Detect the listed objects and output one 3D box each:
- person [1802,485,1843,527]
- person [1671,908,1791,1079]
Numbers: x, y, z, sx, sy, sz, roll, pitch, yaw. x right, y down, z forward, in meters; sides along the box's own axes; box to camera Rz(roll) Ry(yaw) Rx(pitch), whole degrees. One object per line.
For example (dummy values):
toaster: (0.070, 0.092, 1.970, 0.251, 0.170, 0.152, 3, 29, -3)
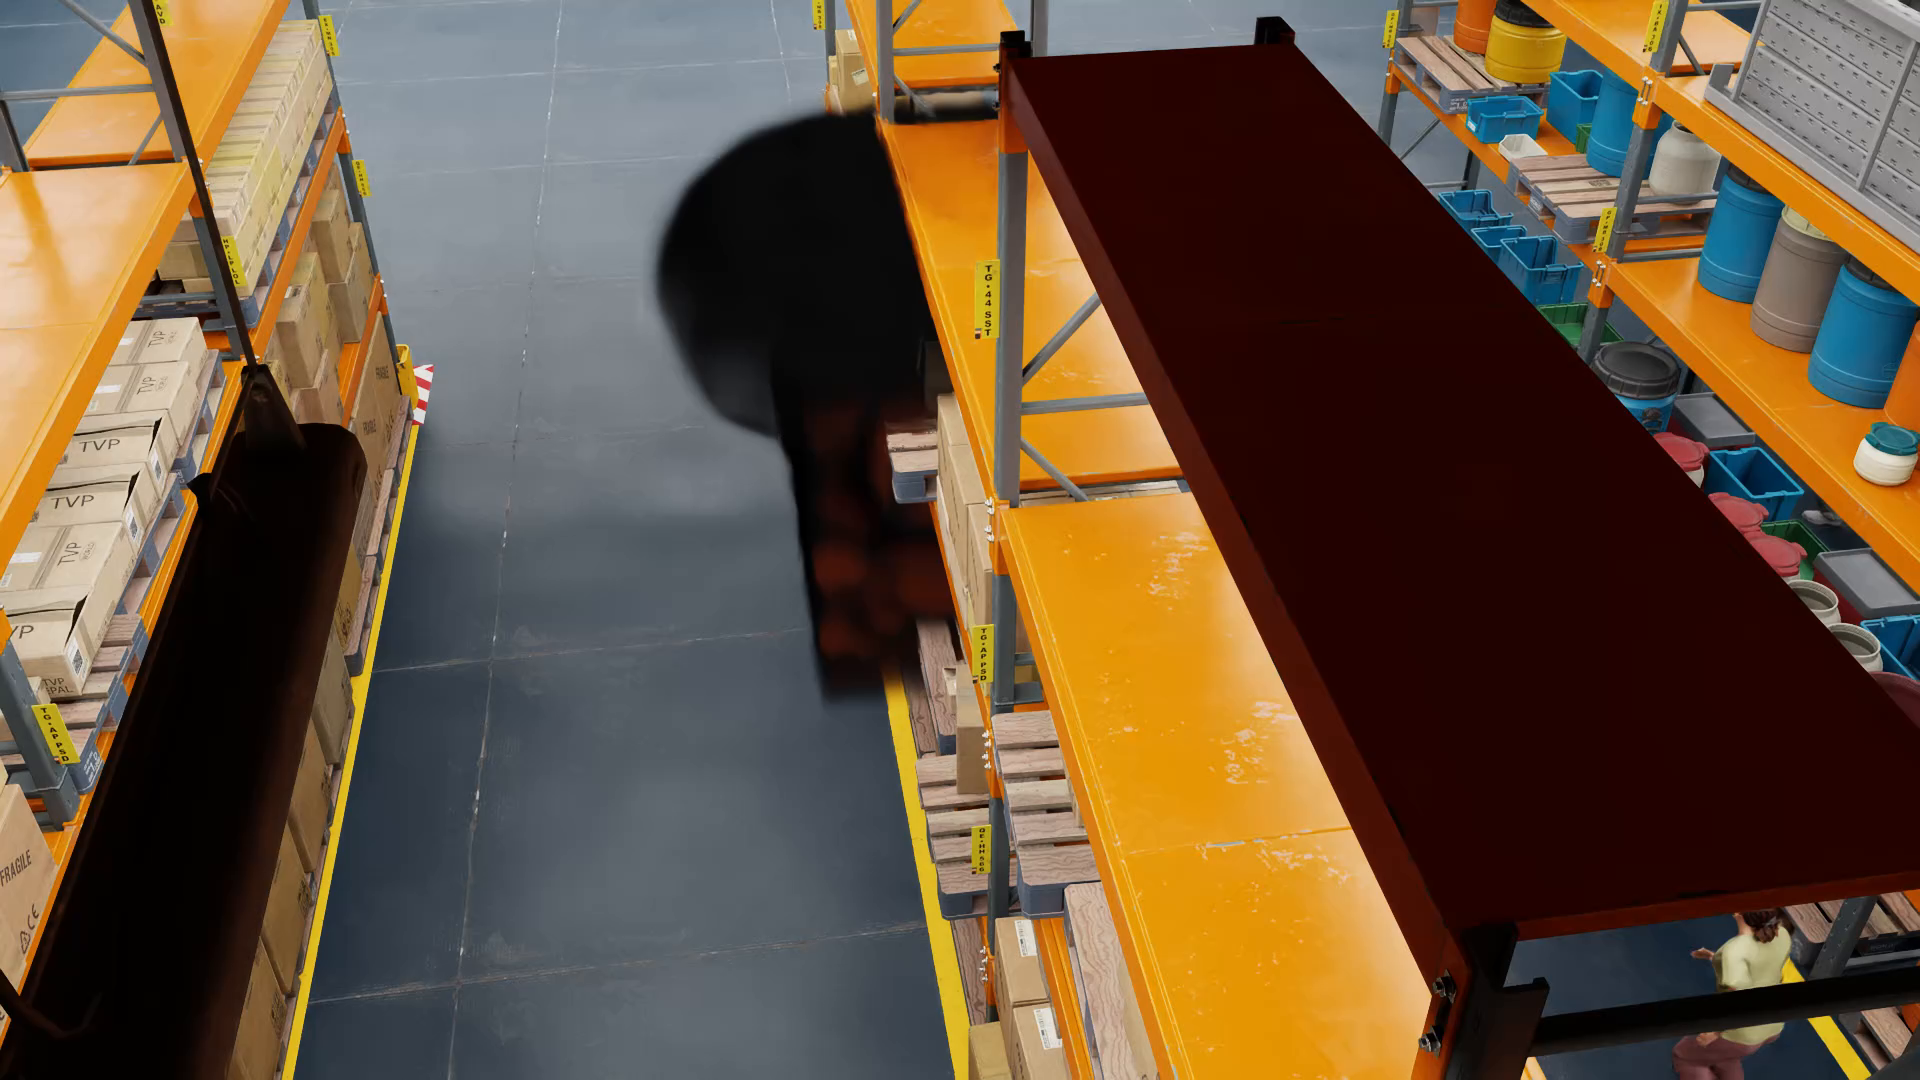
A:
person: (7.063, -0.853, 13.295, 0.678, 1.582, 0.929, -27, 44, -31)
person: (3.926, 2.413, 8.425, 0.567, 1.562, 0.688, -17, 40, -22)
